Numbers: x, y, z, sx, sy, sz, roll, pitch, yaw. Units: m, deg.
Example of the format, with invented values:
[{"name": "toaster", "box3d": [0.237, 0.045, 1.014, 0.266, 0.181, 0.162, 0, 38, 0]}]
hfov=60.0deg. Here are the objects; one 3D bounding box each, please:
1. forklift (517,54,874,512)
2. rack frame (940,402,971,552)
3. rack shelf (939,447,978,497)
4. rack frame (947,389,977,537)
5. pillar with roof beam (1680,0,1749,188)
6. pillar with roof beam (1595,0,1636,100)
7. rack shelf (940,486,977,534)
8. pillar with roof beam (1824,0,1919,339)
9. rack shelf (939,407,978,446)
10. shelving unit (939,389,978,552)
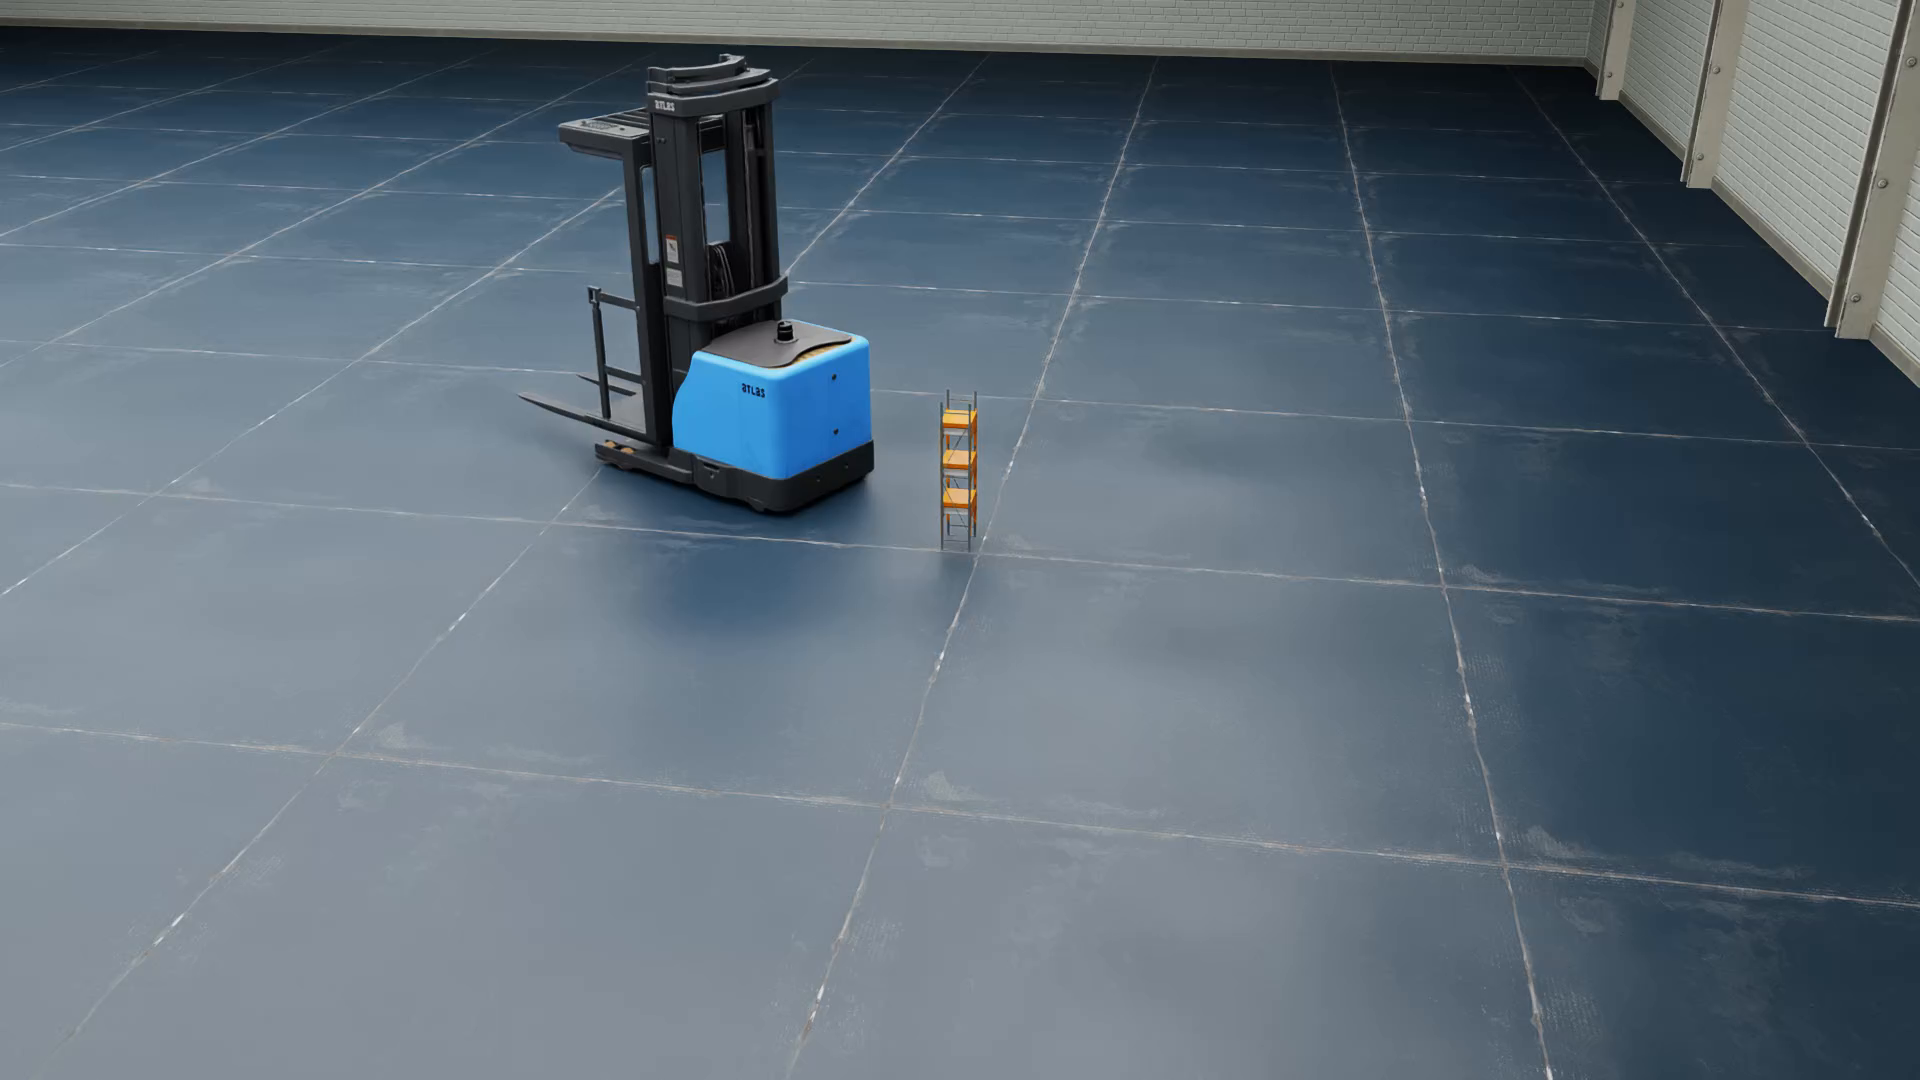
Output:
[{"name": "forklift", "box3d": [-2.109, -2.005, 12.077, 3.031, 2.935, 1.130, 18, 30, 33]}, {"name": "rack frame", "box3d": [-0.029, -0.402, 10.871, 0.200, 1.050, 0.008, 4, 25, 9]}, {"name": "rack shelf", "box3d": [-0.009, -0.444, 10.984, 0.215, 0.259, 0.240, 4, 25, 9]}, {"name": "rack frame", "box3d": [0.011, -0.504, 11.089, 0.200, 1.050, 0.008, 4, 25, 9]}, {"name": "pillar with roof beam", "box3d": [4.929, -8.802, 19.441, 9.100, 9.000, 0.400, 4, 25, 9]}, {"name": "pillar with roof beam", "box3d": [5.910, -11.312, 24.802, 9.100, 9.000, 0.400, 4, 25, 9]}, {"name": "rack shelf", "box3d": [-0.009, -0.192, 11.102, 0.215, 0.259, 0.240, 4, 25, 9]}, {"name": "pillar with roof beam", "box3d": [3.949, -6.293, 14.080, 9.100, 9.000, 0.400, 4, 25, 9]}, {"name": "rack shelf", "box3d": [-0.009, -0.701, 10.864, 0.215, 0.259, 0.240, 4, 25, 9]}, {"name": "shelving unit", "box3d": [-0.009, -0.453, 10.980, 0.215, 1.050, 0.252, 4, 25, 9]}]
